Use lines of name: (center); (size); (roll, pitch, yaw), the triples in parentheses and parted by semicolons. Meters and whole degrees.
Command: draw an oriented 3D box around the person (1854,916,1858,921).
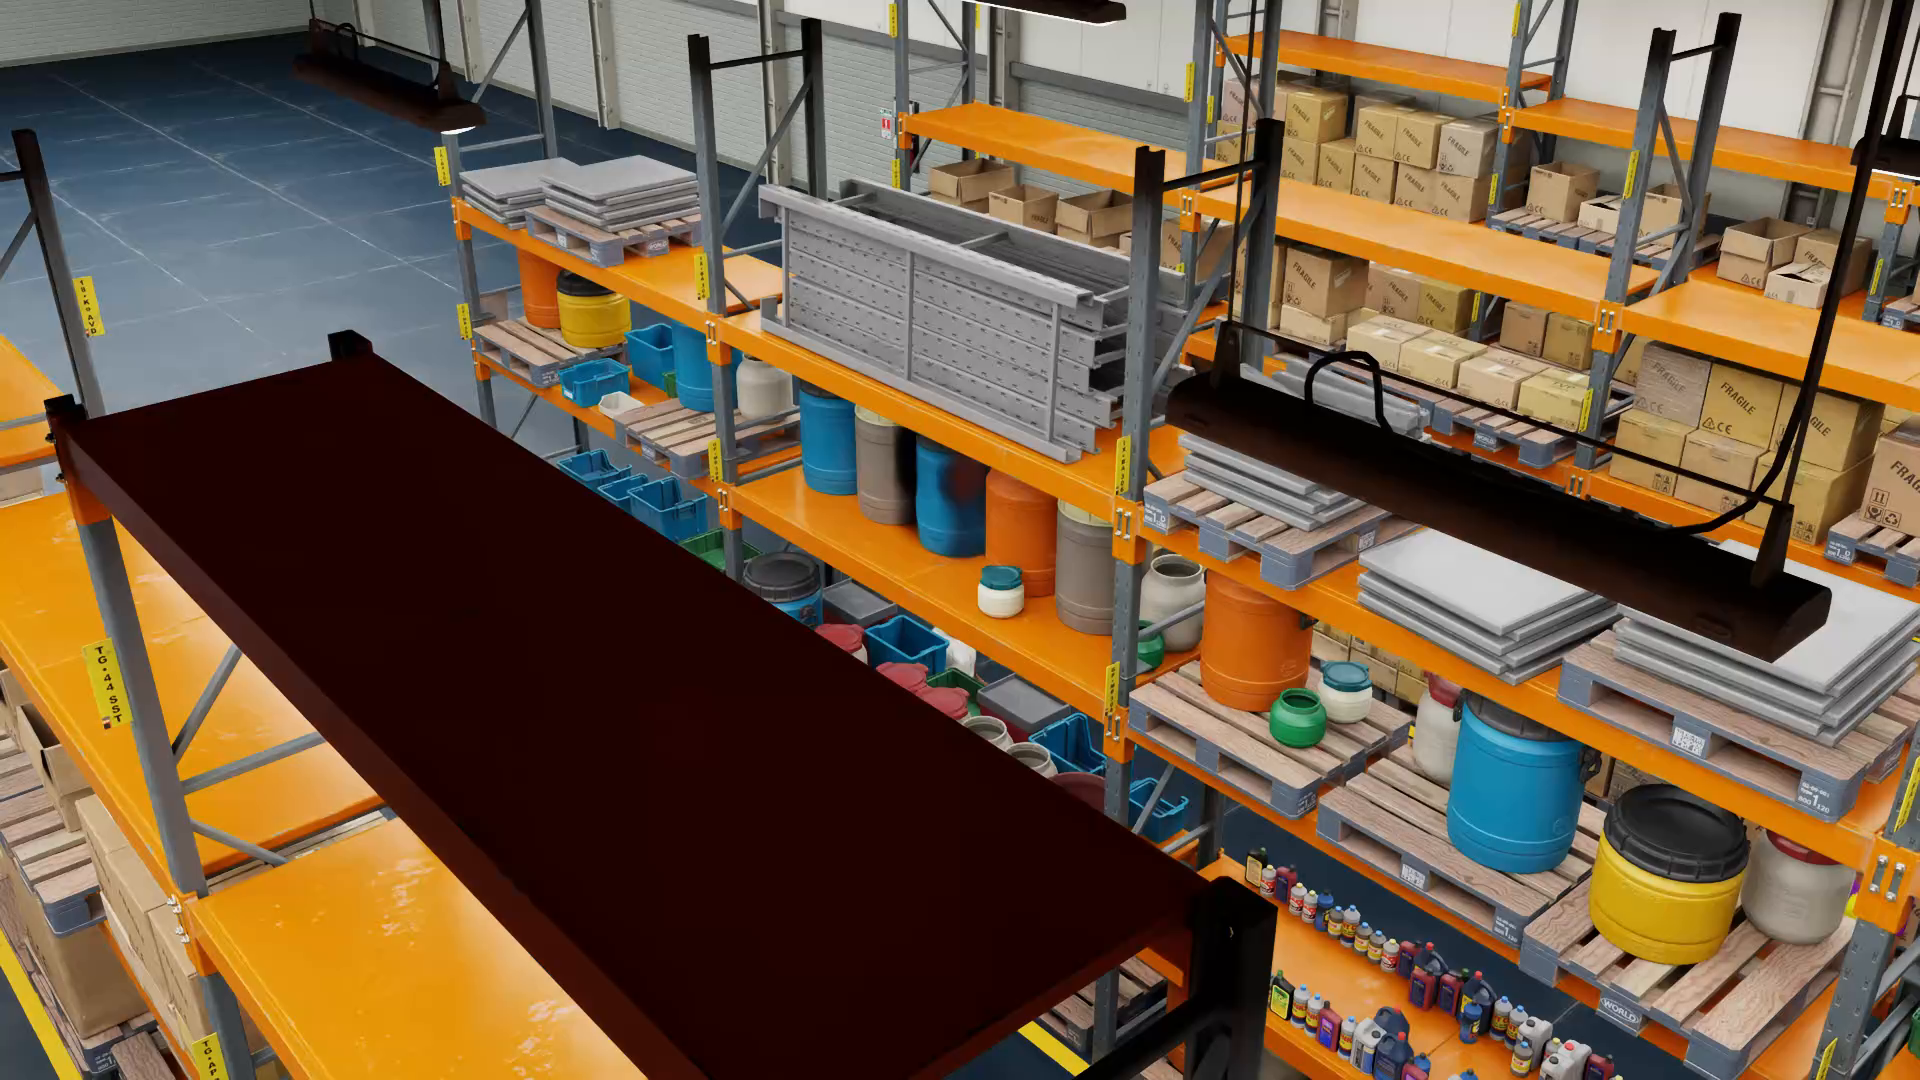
person: (5.556, 2.720, 10.607); (0.532, 1.498, 0.488); (-12, 29, -22)

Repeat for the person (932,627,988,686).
person: (-0.011, 1.239, 13.181); (0.470, 1.799, 0.663); (9, 28, 17)
